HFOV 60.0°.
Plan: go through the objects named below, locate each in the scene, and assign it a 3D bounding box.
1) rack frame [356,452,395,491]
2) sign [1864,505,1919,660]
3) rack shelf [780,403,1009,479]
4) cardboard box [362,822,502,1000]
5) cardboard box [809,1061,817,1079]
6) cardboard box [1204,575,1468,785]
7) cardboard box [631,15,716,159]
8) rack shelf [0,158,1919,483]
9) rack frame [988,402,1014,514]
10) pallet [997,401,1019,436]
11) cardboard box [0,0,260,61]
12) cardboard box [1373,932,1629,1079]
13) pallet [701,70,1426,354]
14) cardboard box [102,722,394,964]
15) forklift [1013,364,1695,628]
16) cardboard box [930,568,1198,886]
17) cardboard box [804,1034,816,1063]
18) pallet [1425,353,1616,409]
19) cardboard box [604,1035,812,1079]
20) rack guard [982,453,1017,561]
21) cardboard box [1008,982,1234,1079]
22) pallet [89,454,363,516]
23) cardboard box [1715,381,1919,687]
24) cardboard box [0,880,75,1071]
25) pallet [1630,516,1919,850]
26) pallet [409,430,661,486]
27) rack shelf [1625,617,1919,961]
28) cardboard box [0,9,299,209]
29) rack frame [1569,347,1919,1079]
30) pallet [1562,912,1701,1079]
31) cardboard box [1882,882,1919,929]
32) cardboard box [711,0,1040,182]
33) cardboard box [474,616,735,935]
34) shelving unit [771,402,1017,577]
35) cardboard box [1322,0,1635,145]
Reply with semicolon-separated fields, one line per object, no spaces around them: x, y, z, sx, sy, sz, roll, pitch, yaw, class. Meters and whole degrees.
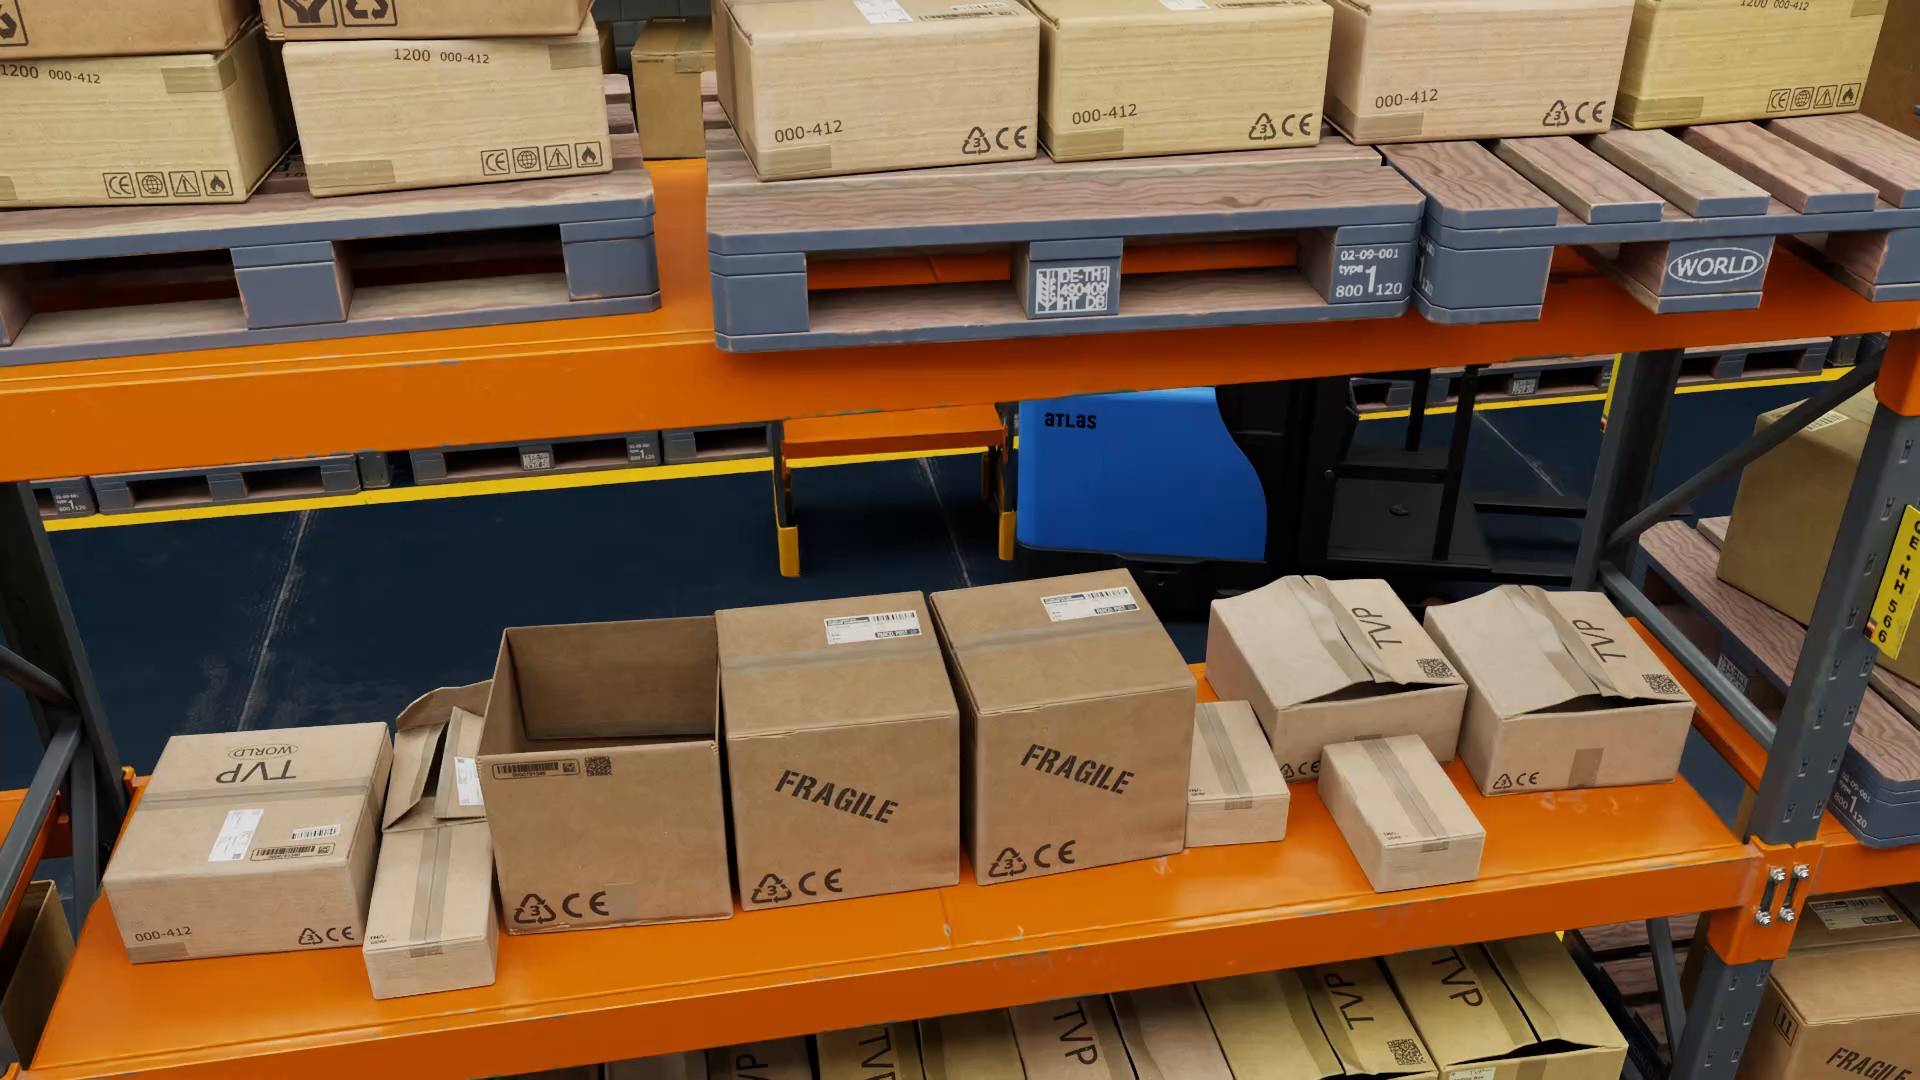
-2.956;-1.790;7.835;0.127;3.000;1.000;-5;31;-9;rack frame
1.978;0.091;3.493;0.005;0.325;0.100;-5;31;-9;sign
-0.317;-0.510;7.492;1.000;0.185;0.538;-4;31;-7;rack shelf
-1.152;0.809;3.663;0.250;0.149;0.380;-5;31;-9;cardboard box
-0.203;1.363;4.771;0.500;0.250;0.500;-5;31;-8;cardboard box
0.960;0.338;4.304;0.500;0.311;0.500;-6;31;-10;cardboard box
-1.256;-2.175;7.958;0.500;0.500;0.700;-1;30;-2;cardboard box
-0.093;-0.486;3.368;4.000;0.370;1.077;-5;31;-9;rack shelf
0.186;-0.701;7.462;0.032;1.500;0.500;-4;31;-7;rack frame
0.210;-0.883;9.043;1.213;0.211;1.003;-5;31;-9;pallet
-1.446;-1.090;2.679;0.500;0.500;0.500;-5;31;-8;cardboard box
1.404;1.247;4.415;0.500;0.311;0.500;-5;31;-8;cardboard box
0.124;-0.687;3.187;1.213;0.211;1.003;-4;31;-7;pallet
-1.584;0.677;3.787;0.500;0.250;0.500;-3;31;-6;cardboard box
1.785;-1.139;6.795;3.031;2.935;1.130;3;31;6;forklift
0.227;0.432;3.957;0.500;0.500;0.500;-7;31;-12;cardboard box
-0.216;1.123;4.626;0.500;0.311;0.500;-6;31;-10;cardboard box
2.965;-1.097;9.408;1.213;0.211;1.003;-5;31;-9;pallet
-0.606;1.437;4.091;0.500;0.311;0.500;-6;31;-11;cardboard box
0.185;-0.162;7.779;0.087;0.250;0.587;-4;31;-7;rack guard
0.397;1.343;4.252;0.500;0.311;0.500;-5;31;-9;cardboard box
-3.610;-0.509;8.408;1.213;0.211;1.003;-5;31;-9;pallet
2.474;-0.024;4.318;0.500;0.500;0.700;-16;34;-25;cardboard box
-2.573;1.247;4.229;0.500;0.500;0.500;-5;31;-9;cardboard box
2.529;0.300;4.470;1.003;0.211;1.213;-5;31;-9;pallet
-2.190;-0.660;8.664;1.213;0.211;1.003;-5;31;-9;pallet
3.842;0.442;4.749;4.000;0.370;1.077;-5;31;-9;rack shelf
-1.452;-0.782;2.894;0.500;0.250;0.500;-2;31;-4;cardboard box
1.875;0.314;4.256;0.127;3.000;1.000;-5;31;-9;rack frame
2.616;1.467;5.047;1.213;0.211;1.003;-5;31;-9;pallet
2.888;1.252;4.693;0.500;0.500;0.500;-6;31;-11;cardboard box
-0.168;-0.874;3.052;0.500;0.250;0.500;-8;31;-13;cardboard box
-0.783;0.526;3.797;0.500;0.500;0.500;-3;31;-5;cardboard box
-0.308;-0.665;7.402;1.083;1.500;0.587;-4;31;-7;shelving unit
0.926;-0.969;3.213;0.500;0.250;0.500;-4;31;-8;cardboard box
